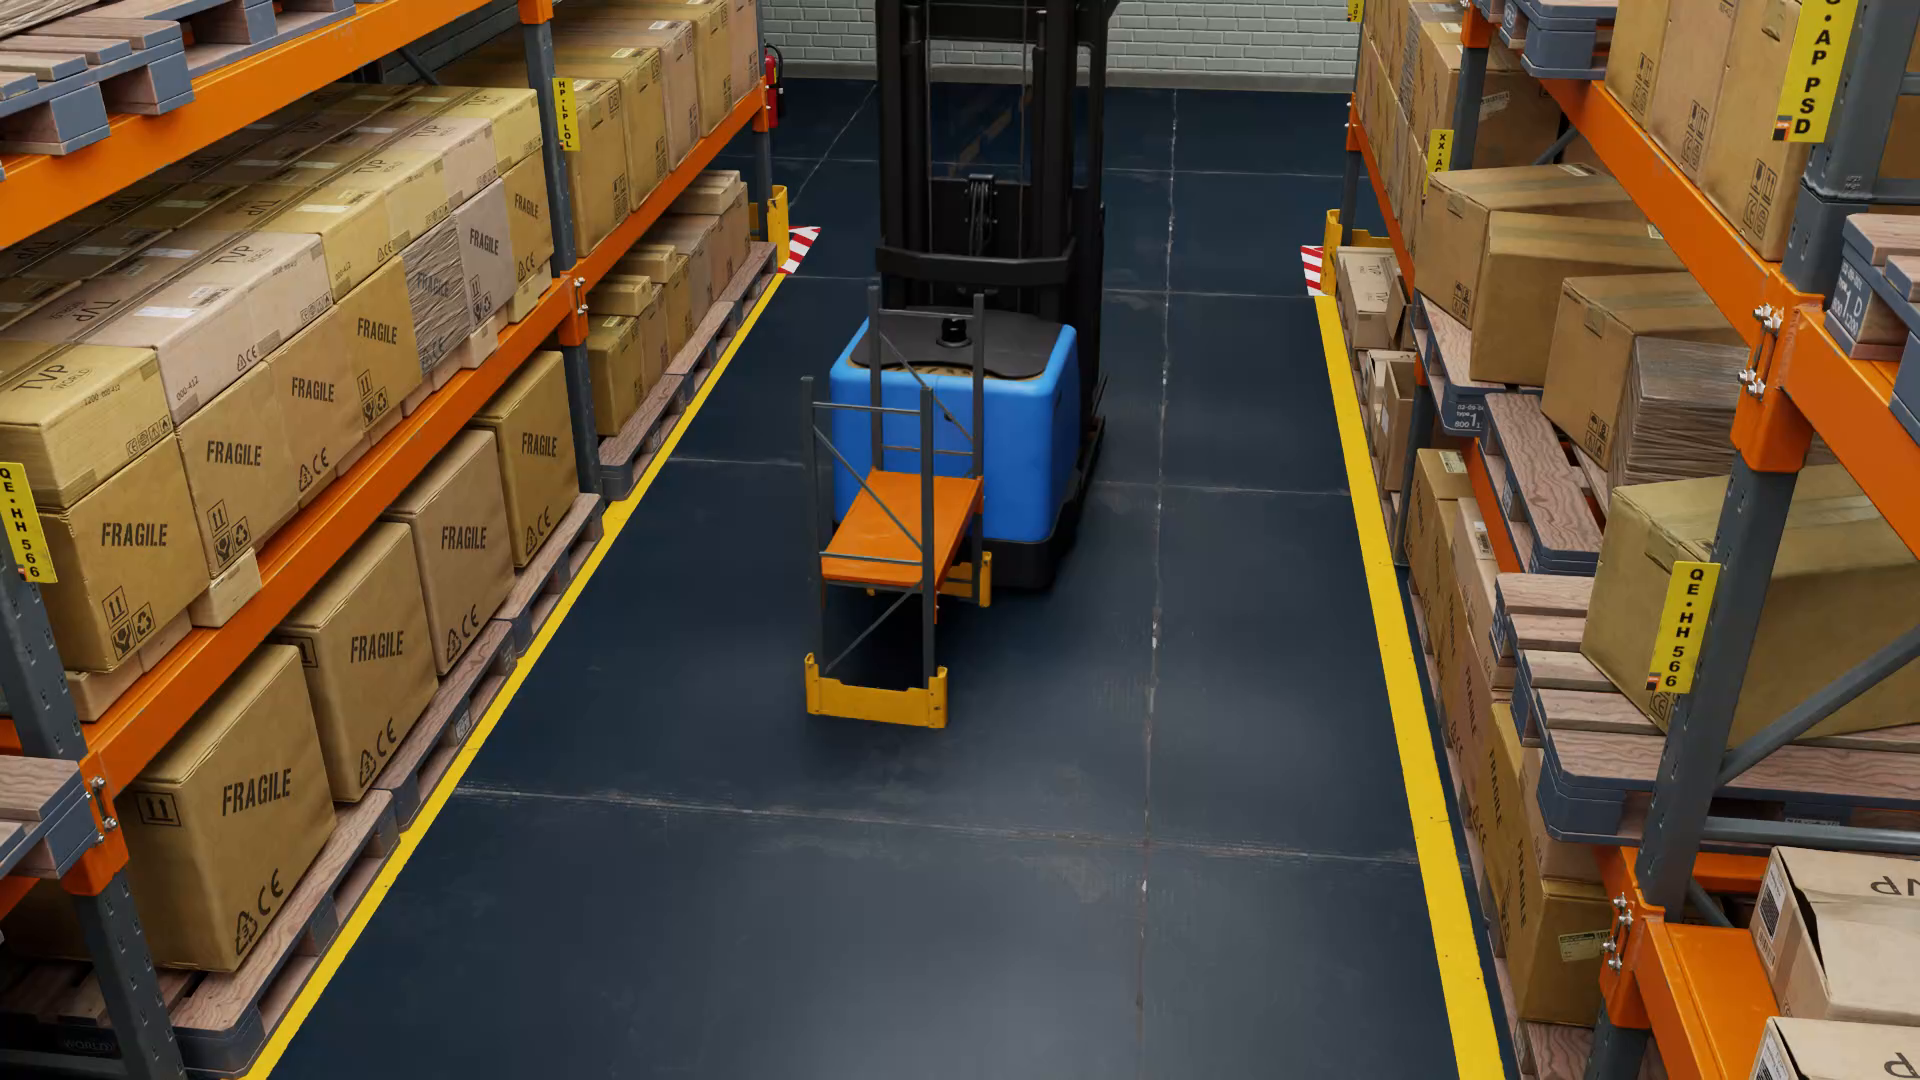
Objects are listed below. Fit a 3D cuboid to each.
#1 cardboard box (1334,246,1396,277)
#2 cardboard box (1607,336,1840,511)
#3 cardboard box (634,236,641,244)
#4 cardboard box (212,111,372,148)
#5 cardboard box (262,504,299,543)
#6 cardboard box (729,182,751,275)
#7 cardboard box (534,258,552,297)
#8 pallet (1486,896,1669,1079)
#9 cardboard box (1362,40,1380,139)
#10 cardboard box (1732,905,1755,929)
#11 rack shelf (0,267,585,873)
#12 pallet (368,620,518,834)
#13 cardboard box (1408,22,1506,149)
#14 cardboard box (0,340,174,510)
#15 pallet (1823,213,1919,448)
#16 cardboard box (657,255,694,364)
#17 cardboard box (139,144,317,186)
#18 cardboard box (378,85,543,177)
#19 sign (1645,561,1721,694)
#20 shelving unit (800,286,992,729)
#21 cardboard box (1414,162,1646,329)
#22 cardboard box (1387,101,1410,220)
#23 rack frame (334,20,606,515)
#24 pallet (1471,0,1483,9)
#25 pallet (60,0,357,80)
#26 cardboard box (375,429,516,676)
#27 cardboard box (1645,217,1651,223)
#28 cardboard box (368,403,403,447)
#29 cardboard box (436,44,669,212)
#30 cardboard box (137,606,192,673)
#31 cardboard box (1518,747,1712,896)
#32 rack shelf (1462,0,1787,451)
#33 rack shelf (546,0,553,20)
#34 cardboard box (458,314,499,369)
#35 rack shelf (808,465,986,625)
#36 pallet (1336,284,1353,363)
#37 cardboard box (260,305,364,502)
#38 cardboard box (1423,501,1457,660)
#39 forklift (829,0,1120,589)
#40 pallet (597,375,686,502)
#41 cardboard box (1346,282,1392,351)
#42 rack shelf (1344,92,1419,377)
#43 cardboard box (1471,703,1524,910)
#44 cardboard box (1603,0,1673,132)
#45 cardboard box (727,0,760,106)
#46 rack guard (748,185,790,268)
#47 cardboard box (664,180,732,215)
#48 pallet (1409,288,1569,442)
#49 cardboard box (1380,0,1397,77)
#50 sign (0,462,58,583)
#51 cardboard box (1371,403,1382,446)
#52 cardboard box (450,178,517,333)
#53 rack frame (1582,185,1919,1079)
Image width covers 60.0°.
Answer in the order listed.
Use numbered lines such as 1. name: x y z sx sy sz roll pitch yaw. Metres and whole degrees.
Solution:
1. cardboard box: 2.692 -1.833 11.032 0.380 0.149 0.250 3 28 6
2. cardboard box: 2.371 -0.258 5.017 0.700 0.500 0.500 9 30 16
3. cardboard box: -2.156 -1.866 10.060 0.380 0.149 0.250 4 29 7
4. cardboard box: -2.695 -1.541 6.717 0.500 0.250 0.500 4 29 7
5. cardboard box: -2.455 -0.119 5.551 0.380 0.149 0.250 4 29 7
6. cardboard box: -1.819 -2.107 11.191 0.700 0.500 0.500 3 28 6
7. cardboard box: -2.083 -1.198 7.555 0.380 0.149 0.250 4 29 7
8. pallet: 2.233 1.572 5.109 1.003 0.211 1.213 3 28 6
9. cardboard box: 2.710 -2.679 9.955 0.500 0.500 0.500 3 28 6
10. cardboard box: 2.443 1.403 4.655 0.500 0.500 0.500 5 29 8
11. rack shelf: -2.568 -0.217 6.249 1.077 0.370 4.000 3 28 6
12. pallet: -2.490 0.696 6.736 1.003 0.211 1.213 3 28 6
13. cardboard box: 2.459 -2.168 7.951 0.500 0.500 0.500 3 28 5
14. cardboard box: -2.498 -0.319 4.448 0.500 0.250 0.500 4 29 7
15. pallet: 2.110 -0.219 2.530 1.213 0.211 1.003 5 29 9
16. cardboard box: -1.999 -1.383 9.848 0.700 0.500 0.500 4 29 7
17. cardboard box: -2.752 -1.305 6.279 0.500 0.250 0.500 2 28 4
18. cardboard box: -2.126 -1.754 7.113 0.500 0.250 0.500 4 29 7
19. sign: 1.564 0.192 3.594 0.100 0.325 0.005 3 28 6
20. shelving unit: -0.245 -0.162 6.970 0.587 1.500 1.083 6 29 10
21. cardboard box: 2.314 -1.208 6.781 0.700 0.500 0.500 -6 29 -11
22. cardboard box: 2.523 -1.968 8.635 0.500 0.500 0.500 4 29 7
23. rack frame: -2.323 -1.475 7.826 1.000 3.000 0.127 3 28 6
24. pallet: 2.444 -2.124 6.065 1.213 0.211 1.003 3 28 6
25. pallet: -2.653 -1.662 5.210 1.003 0.211 1.213 5 29 9
26. cardboard box: -2.379 0.018 6.877 0.750 0.750 0.750 4 29 8
27. cardboard box: 2.927 -1.457 7.687 0.500 0.500 0.500 4 29 8
28. cardboard box: -2.326 -0.478 6.218 0.380 0.149 0.250 4 29 8
29. cardboard box: -2.145 -2.205 8.864 0.980 0.700 0.700 3 28 5
30. cardboard box: -2.503 0.250 4.867 0.380 0.149 0.250 4 29 7
31. cardboard box: 1.988 0.790 5.002 0.500 0.250 0.500 4 29 8
32. rack shelf: 2.349 -1.251 5.006 1.077 0.370 4.000 3 28 6
33. rack shelf: -2.078 -3.420 9.032 1.077 0.370 4.000 3 28 6
34. cardboard box: -2.141 -0.831 6.873 0.380 0.149 0.250 3 28 6
35. rack shelf: -0.247 0.000 7.047 0.538 0.185 1.000 6 29 10
36. pallet: 2.978 -1.433 10.688 1.003 0.211 1.213 3 28 6
37. cardboard box: -2.364 -0.469 5.519 0.500 0.500 0.500 3 28 6
38. cardboard box: 2.239 0.183 6.919 0.500 0.500 0.500 4 29 7
39. forklift: 0.195 -1.745 8.399 1.130 2.935 3.031 6 29 10
40. pallet: -2.152 -0.601 9.143 1.003 0.211 1.213 3 28 6
41. cardboard box: 2.613 -1.345 10.019 0.500 0.250 0.500 3 28 6
42. rack shelf: 2.839 -1.814 9.213 1.077 0.370 4.000 3 28 6
43. cardboard box: 2.049 0.903 5.583 0.500 0.500 0.500 2 28 4
44. cardboard box: 2.250 -1.363 4.349 0.910 0.500 0.500 3 28 6
45. cardboard box: -1.885 -3.249 10.803 0.980 0.700 0.700 5 29 9
46. rack guard: -1.830 -2.269 11.934 1.175 0.500 0.348 3 28 6
47. cardboard box: -1.685 -2.201 10.682 0.380 0.149 0.250 4 29 8
48. pallet: 2.388 -0.735 6.654 1.003 0.211 1.213 3 28 6
49. cardboard box: 2.645 -2.881 9.275 0.500 0.500 0.500 4 29 7
50. sign: -2.273 -0.040 4.025 0.100 0.325 0.005 3 28 6
51. cardboard box: 2.369 -0.592 8.729 0.380 0.149 0.250 3 28 6
52. cardboard box: -2.182 -1.186 6.849 0.500 0.500 0.500 4 29 7
53. rack frame: 2.104 0.694 3.800 1.000 3.000 0.127 3 28 6
